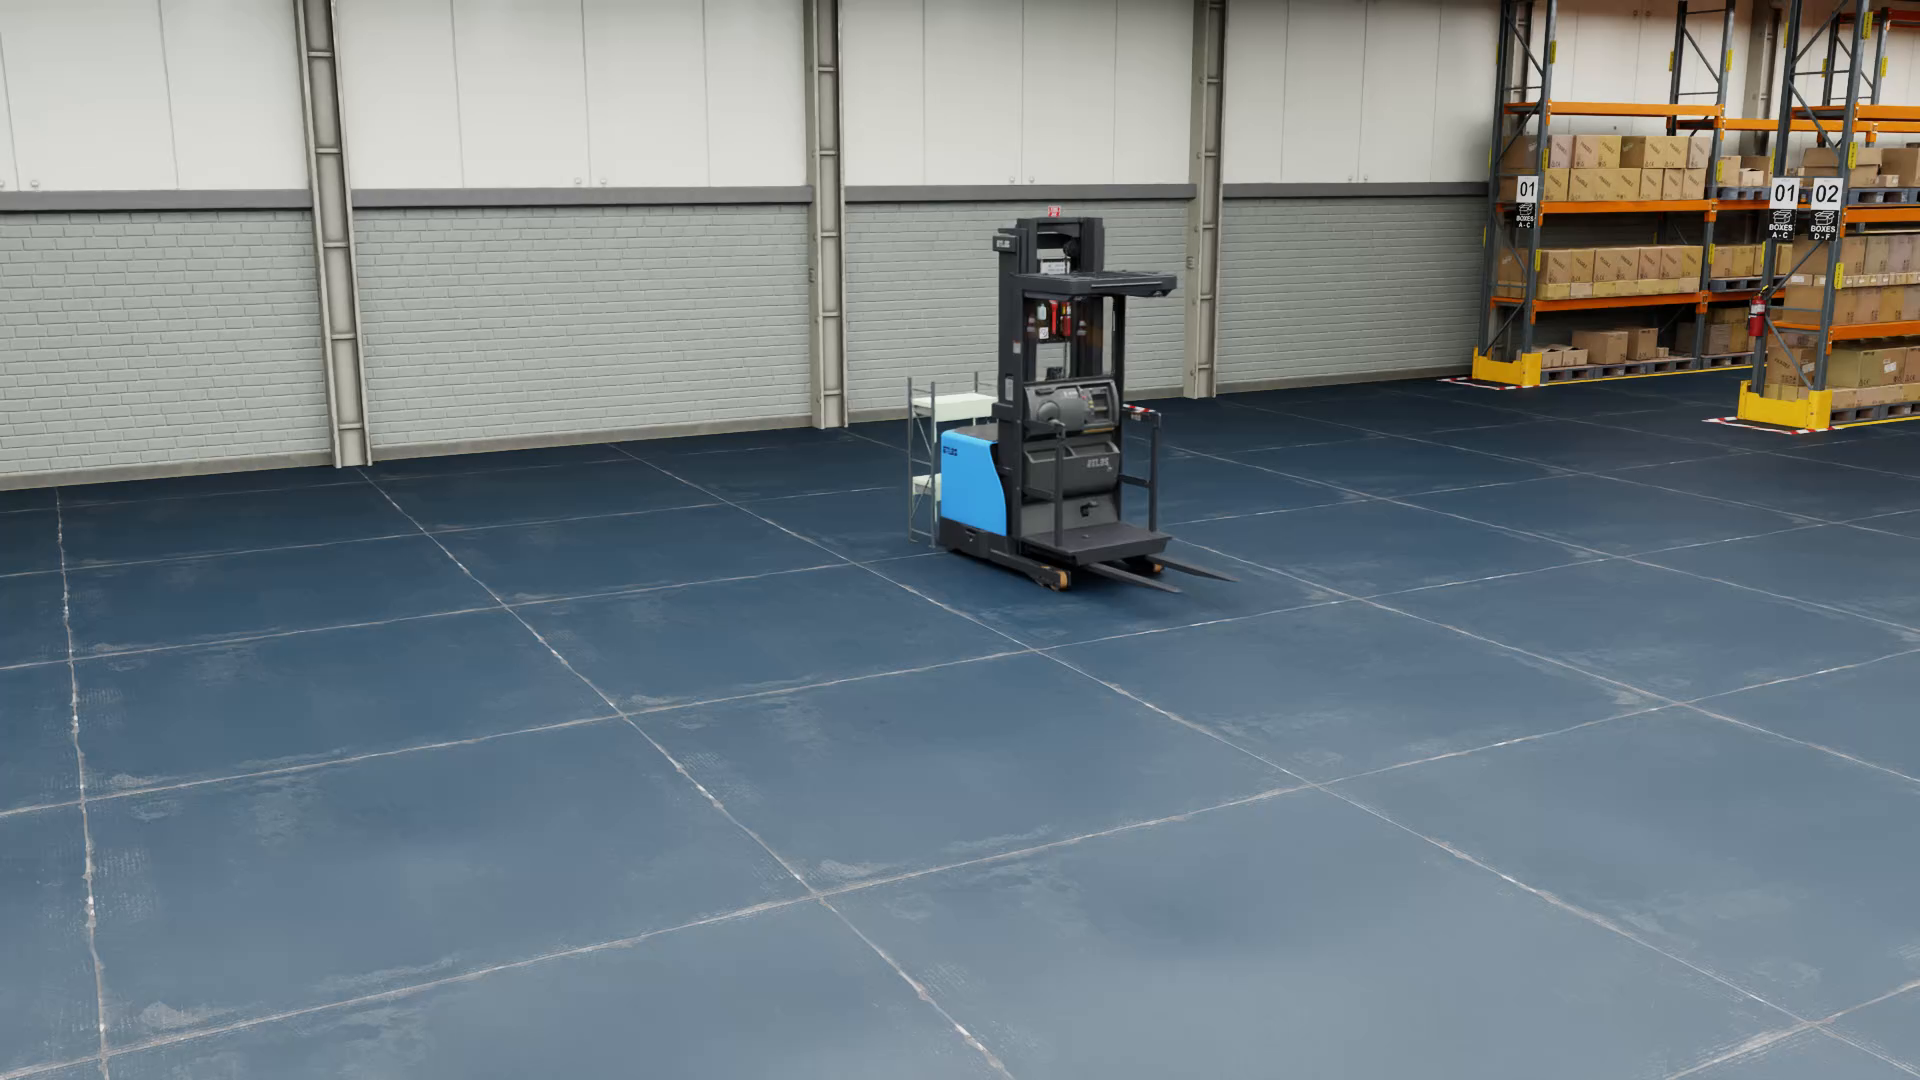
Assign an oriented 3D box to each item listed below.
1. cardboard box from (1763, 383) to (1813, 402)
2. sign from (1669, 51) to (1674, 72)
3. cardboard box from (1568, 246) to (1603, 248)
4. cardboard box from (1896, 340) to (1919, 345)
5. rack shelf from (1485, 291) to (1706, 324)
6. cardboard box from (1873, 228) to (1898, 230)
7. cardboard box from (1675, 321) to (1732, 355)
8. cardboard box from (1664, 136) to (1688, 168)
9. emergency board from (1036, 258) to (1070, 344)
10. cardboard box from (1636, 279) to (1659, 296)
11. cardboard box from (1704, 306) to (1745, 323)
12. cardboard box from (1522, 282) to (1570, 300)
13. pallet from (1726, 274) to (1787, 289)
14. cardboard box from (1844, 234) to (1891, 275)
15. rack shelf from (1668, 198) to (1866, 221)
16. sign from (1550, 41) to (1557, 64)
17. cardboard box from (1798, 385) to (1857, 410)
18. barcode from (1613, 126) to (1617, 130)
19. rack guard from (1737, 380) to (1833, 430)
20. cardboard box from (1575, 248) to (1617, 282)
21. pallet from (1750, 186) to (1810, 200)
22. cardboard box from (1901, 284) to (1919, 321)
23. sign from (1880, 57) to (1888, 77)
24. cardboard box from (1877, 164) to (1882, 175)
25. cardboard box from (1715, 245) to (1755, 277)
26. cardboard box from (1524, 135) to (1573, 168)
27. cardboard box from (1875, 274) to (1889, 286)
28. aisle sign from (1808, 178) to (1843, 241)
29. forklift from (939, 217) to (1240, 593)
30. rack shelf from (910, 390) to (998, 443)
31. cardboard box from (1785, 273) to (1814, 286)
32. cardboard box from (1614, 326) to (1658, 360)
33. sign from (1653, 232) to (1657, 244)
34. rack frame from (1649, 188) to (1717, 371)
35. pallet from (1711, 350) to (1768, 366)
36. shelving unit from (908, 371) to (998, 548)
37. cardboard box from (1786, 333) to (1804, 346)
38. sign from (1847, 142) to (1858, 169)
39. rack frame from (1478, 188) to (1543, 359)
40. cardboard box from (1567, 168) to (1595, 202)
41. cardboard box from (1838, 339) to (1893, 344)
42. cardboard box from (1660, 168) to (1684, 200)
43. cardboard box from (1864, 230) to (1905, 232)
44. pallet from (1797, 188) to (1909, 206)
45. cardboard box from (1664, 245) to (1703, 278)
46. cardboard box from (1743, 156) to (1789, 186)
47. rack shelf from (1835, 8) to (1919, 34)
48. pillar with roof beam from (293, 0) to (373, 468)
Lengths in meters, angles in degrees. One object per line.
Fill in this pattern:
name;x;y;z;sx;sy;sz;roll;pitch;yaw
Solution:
cardboard box;11.324;-2.006;22.637;0.500;0.250;0.500;-7;14;-28
sign;11.858;-7.970;27.682;0.005;0.325;0.100;-7;14;-28
cardboard box;10.270;-4.536;27.160;0.500;0.500;0.500;-7;14;-27
cardboard box;13.322;-2.485;23.057;0.500;0.500;0.500;-7;14;-28
rack shelf;10.373;-3.843;27.132;4.000;0.370;1.077;-7;14;-28
cardboard box;17.268;-5.653;30.878;0.500;0.250;0.500;-7;15;-29
cardboard box;12.767;-3.480;28.572;0.500;0.500;0.700;-6;14;-26
cardboard box;11.340;-6.249;26.803;0.500;0.500;0.500;-6;14;-25
emergency board;1.364;-3.340;23.259;0.643;1.169;0.194;-7;14;-28
cardboard box;10.983;-4.126;27.047;0.500;0.250;0.500;-7;14;-28
cardboard box;13.152;-3.893;28.699;0.500;0.250;0.500;-7;15;-29
cardboard box;9.198;-3.910;26.089;0.500;0.250;0.500;-7;15;-29
pallet;13.922;-4.515;28.918;1.213;0.211;1.003;-7;14;-28
cardboard box;11.916;-3.819;22.207;0.500;0.500;0.700;-7;15;-29
rack shelf;13.884;-5.727;28.673;4.000;0.370;1.077;-7;14;-28
sign;8.878;-7.300;24.884;0.005;0.325;0.100;-7;14;-28
cardboard box;11.572;-1.906;22.194;0.500;0.250;0.500;-7;14;-28
barcode;10.703;-6.731;27.169;0.075;0.075;0.001;-7;14;-28
rack guard;10.973;-1.807;22.141;0.348;0.500;1.175;-7;14;-28
cardboard box;10.076;-4.381;26.474;0.500;0.500;0.500;-7;15;-30
pallet;13.630;-5.930;28.364;1.003;0.211;1.213;-7;14;-28
cardboard box;12.768;-3.288;22.800;0.500;0.500;0.700;-6;14;-26
sign;15.908;-8.143;28.628;0.005;0.325;0.100;-7;14;-28
cardboard box;12.367;-4.953;22.521;0.500;0.311;0.500;-5;14;-21
cardboard box;13.086;-4.772;28.392;0.500;0.500;0.700;-5;14;-22
cardboard box;9.072;-5.987;25.638;0.500;0.500;0.500;-8;15;-32
cardboard box;12.115;-3.475;22.152;0.250;0.149;0.380;-7;14;-29
aisle sign;11.084;-4.231;21.300;0.004;0.787;0.394;-7;14;-28
forklift;1.054;-1.139;13.637;1.130;2.935;3.031;-8;15;-33
rack shelf;-0.046;-1.123;15.048;0.720;0.370;0.431;-9;15;-34
cardboard box;11.239;-3.471;22.138;0.250;0.149;0.380;-7;15;-29
cardboard box;11.237;-3.282;27.695;0.500;0.500;0.500;-8;15;-32
sign;11.860;-5.076;28.334;0.005;0.325;0.100;-7;14;-28
rack frame;12.129;-4.404;27.988;0.127;3.000;1.000;-7;14;-28
pallet;13.883;-3.255;29.234;1.213;0.211;1.003;-7;14;-28
shelving unit;-0.046;-0.743;15.134;0.755;1.500;0.431;-9;15;-34
cardboard box;14.525;-3.703;29.561;0.500;0.500;0.700;-7;14;-28
sign;11.255;-4.850;20.966;0.005;0.325;0.100;-7;14;-28
rack frame;8.618;-3.983;26.118;0.127;3.000;1.000;-7;14;-28
cardboard box;9.520;-5.542;25.938;0.500;0.500;0.500;-6;14;-24
cardboard box;12.633;-2.533;23.270;0.500;0.500;0.500;-7;14;-28
cardboard box;11.354;-5.775;26.972;0.500;0.500;0.500;-8;15;-33
cardboard box;16.633;-5.449;29.973;0.500;0.250;0.500;-7;14;-29
pallet;11.628;-4.519;21.867;1.213;0.211;1.003;-7;14;-28
cardboard box;11.862;-4.597;27.434;0.500;0.500;0.500;-7;14;-28
cardboard box;13.729;-6.293;28.365;0.500;0.500;0.500;-7;15;-30
rack shelf;17.395;-9.233;29.848;4.000;0.370;1.077;-7;14;-28
pillar with roof beam;-4.919;-4.427;14.427;0.400;9.000;9.100;-7;14;-28
